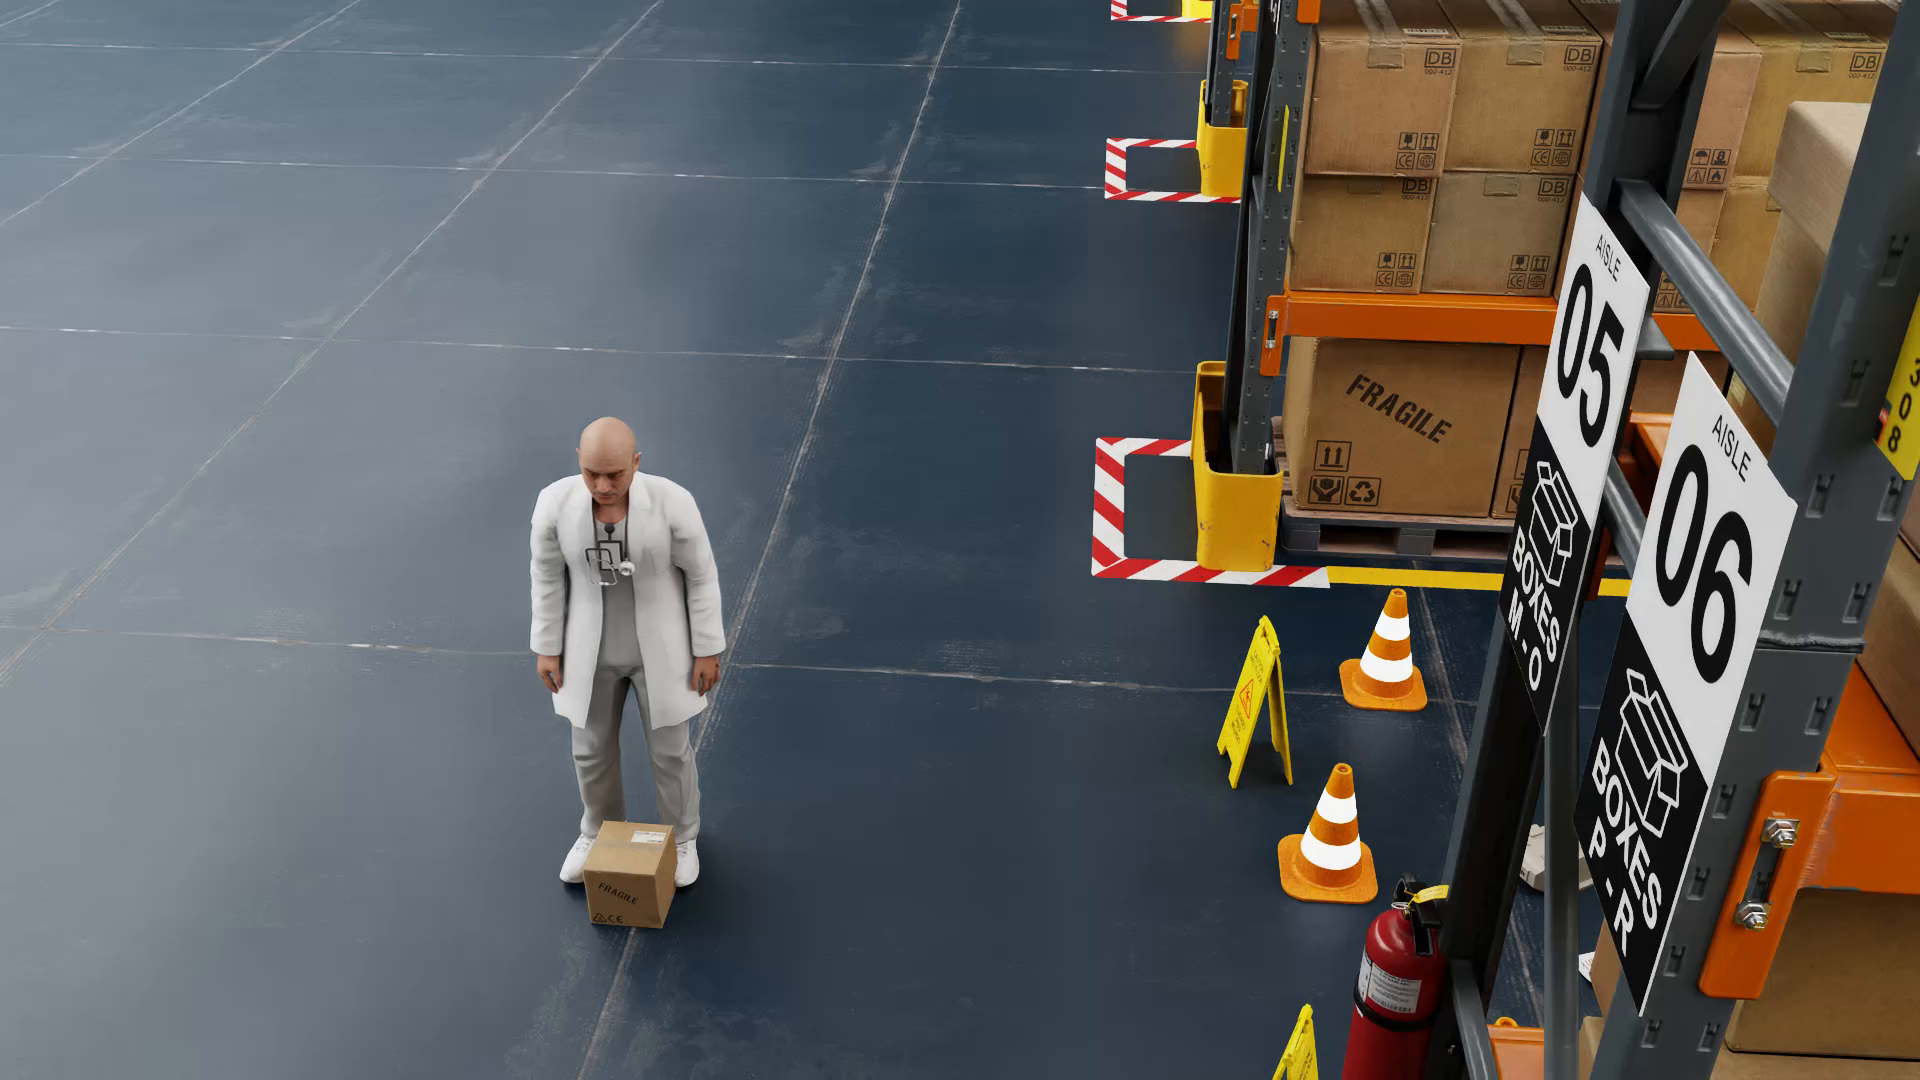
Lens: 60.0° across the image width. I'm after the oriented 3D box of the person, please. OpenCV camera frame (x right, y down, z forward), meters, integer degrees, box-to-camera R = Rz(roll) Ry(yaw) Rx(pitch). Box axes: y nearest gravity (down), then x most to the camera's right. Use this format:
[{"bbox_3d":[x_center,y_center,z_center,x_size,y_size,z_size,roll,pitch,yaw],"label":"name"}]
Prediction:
[{"bbox_3d":[-1.103,0.372,5.545,0.649,1.772,0.429,1,32,1],"label":"person"}]
